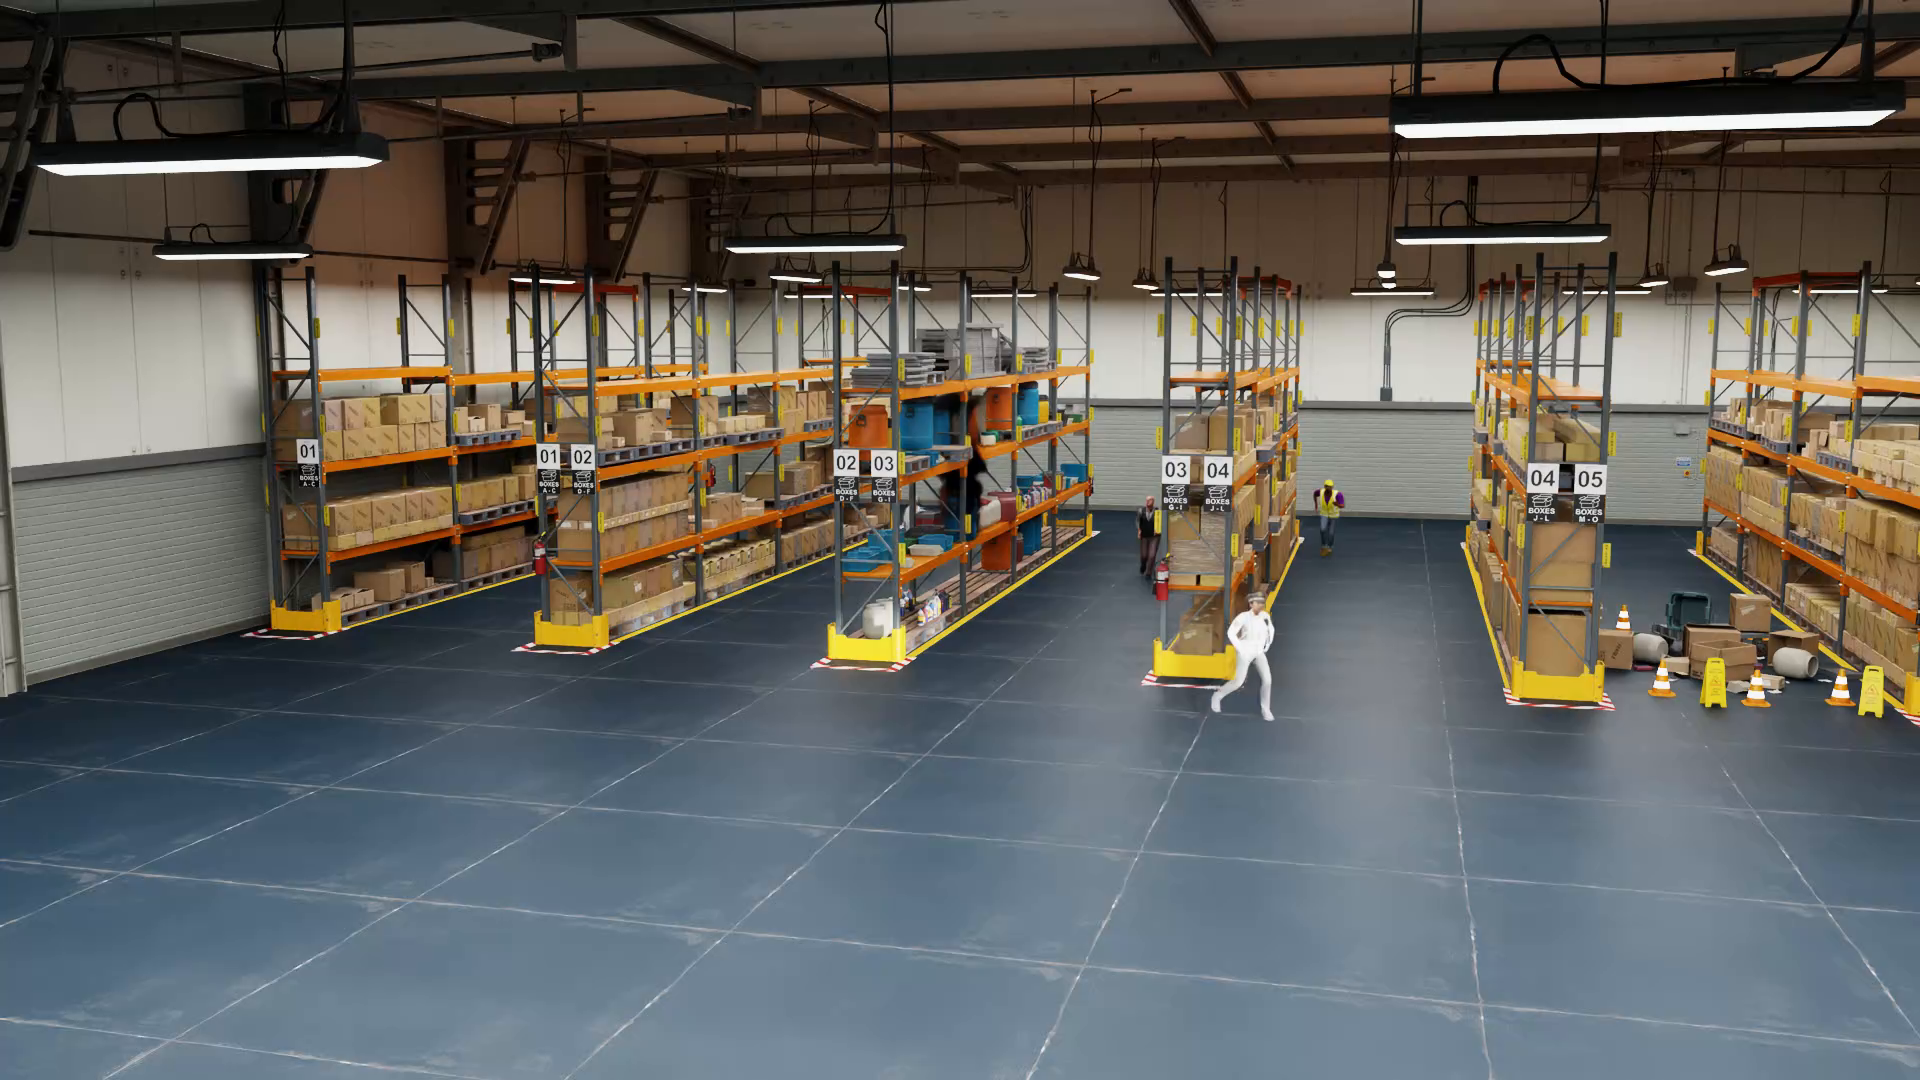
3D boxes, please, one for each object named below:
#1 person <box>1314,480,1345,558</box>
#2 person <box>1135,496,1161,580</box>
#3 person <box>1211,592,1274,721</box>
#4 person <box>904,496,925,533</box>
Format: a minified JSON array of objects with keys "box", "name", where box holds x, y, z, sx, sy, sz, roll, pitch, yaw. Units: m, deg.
[{"box":[8.103,-0.488,36.563,0.681,1.727,0.923,2,7,14],"name":"person"},{"box":[3.815,-0.045,33.299,0.656,1.695,0.625,2,7,13],"name":"person"},{"box":[3.729,1.490,21.466,0.831,1.691,0.649,-3,8,-24],"name":"person"},{"box":[-0.918,-0.126,33.417,0.587,1.551,0.583,2,8,18],"name":"person"}]
